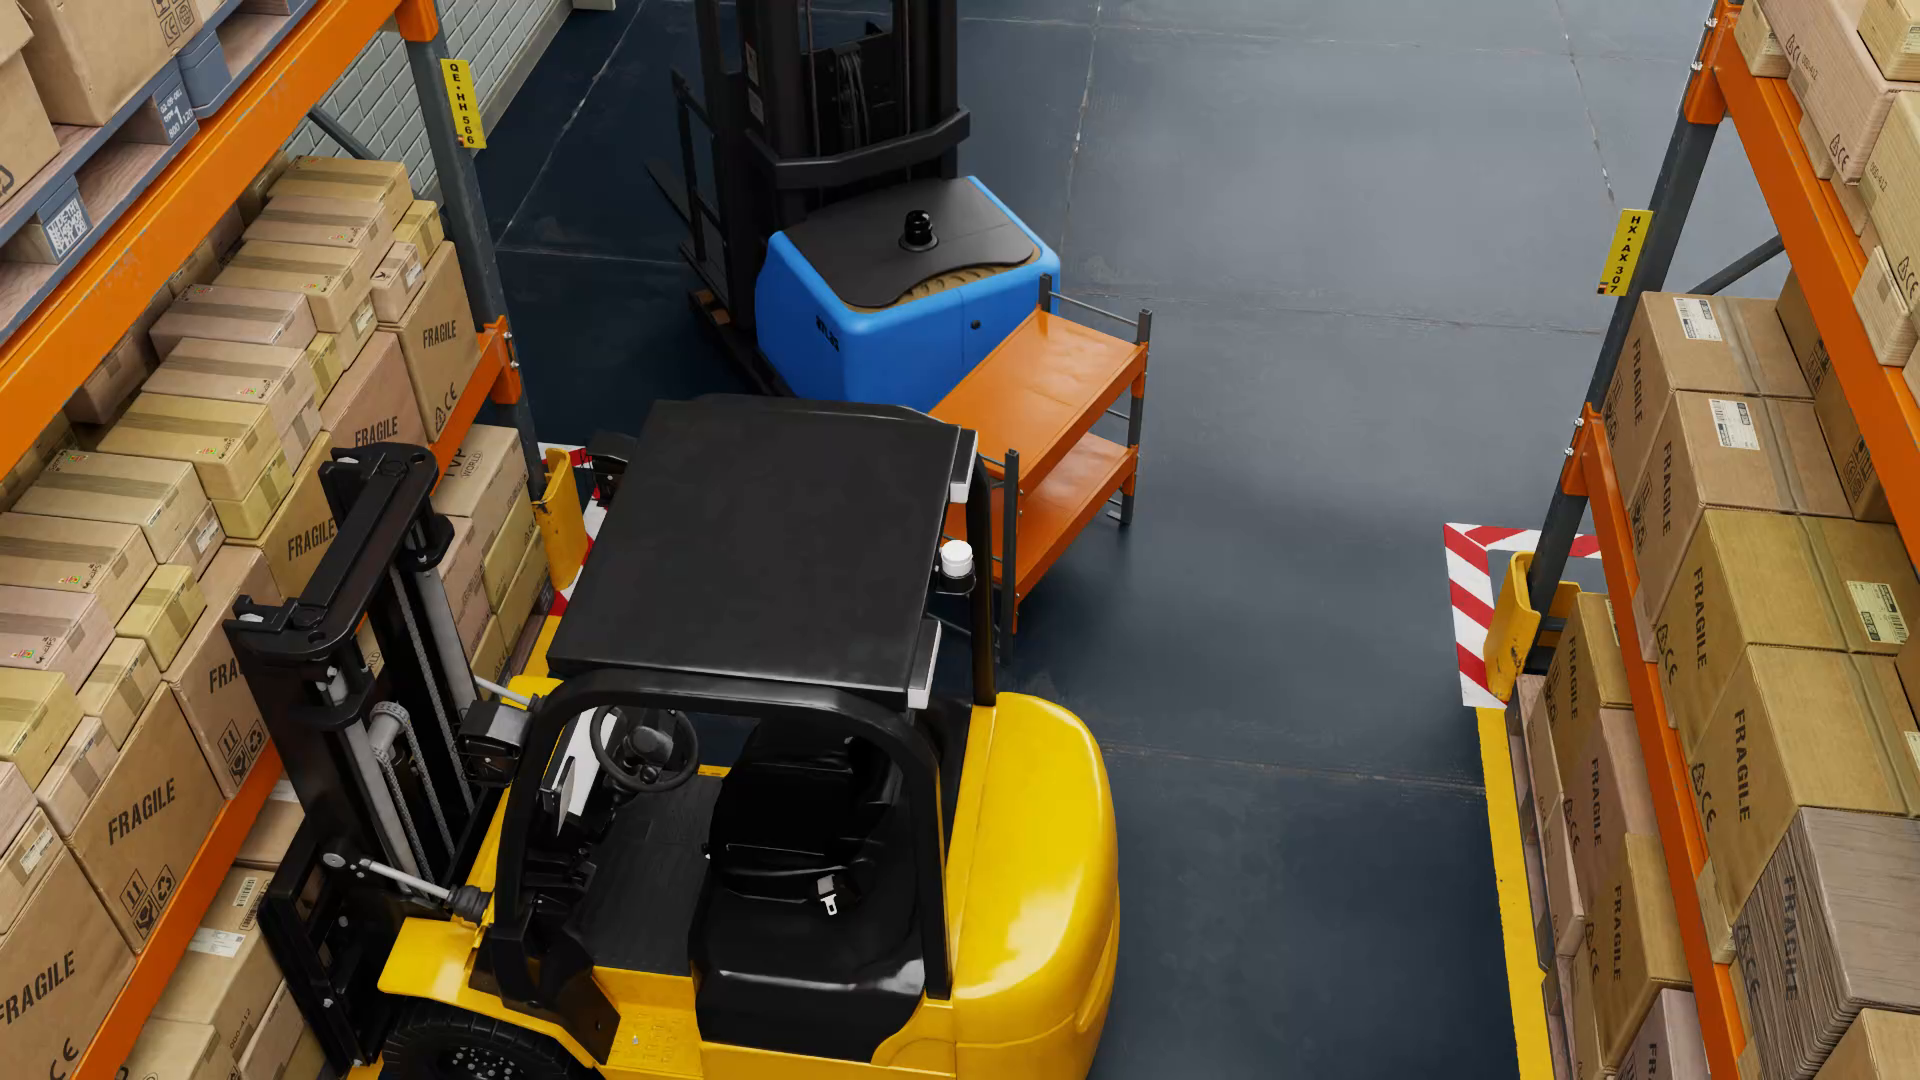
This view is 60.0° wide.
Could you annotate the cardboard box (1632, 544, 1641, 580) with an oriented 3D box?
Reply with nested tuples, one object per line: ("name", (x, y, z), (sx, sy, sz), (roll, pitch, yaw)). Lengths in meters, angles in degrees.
("cardboard box", (2.325, 0.079, 5.168), (0.380, 0.149, 0.250), (4, 44, 4))

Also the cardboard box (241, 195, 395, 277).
("cardboard box", (-2.052, -0.966, 5.328), (0.380, 0.149, 0.250), (5, 44, 6))

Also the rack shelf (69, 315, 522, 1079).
("rack shelf", (-2.476, 0.604, 4.954), (1.077, 0.370, 4.000), (5, 44, 6))

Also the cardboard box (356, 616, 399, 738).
("cardboard box", (-2.081, 0.498, 5.509), (0.500, 0.250, 0.500), (6, 44, 6))

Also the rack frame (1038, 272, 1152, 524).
("rack frame", (0.541, -0.579, 7.044), (0.500, 1.125, 0.032), (24, 48, 23))

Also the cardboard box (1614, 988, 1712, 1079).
("cardboard box", (2.125, 1.606, 4.521), (0.500, 0.500, 0.500), (7, 44, 8))

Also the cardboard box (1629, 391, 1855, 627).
("cardboard box", (2.306, -0.065, 4.848), (0.500, 0.500, 0.500), (6, 44, 7))

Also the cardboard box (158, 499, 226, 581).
("cardboard box", (-2.247, 0.008, 4.515), (0.380, 0.149, 0.250), (5, 44, 5))

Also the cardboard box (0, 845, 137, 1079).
("cardboard box", (-2.370, 1.034, 3.903), (0.500, 0.500, 0.500), (6, 44, 6))

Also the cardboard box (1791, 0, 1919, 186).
("cardboard box", (2.303, -1.054, 3.892), (0.500, 0.250, 0.500), (5, 44, 5))

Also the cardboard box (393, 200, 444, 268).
("cardboard box", (-1.979, -1.030, 5.612), (0.380, 0.149, 0.250), (6, 44, 6))

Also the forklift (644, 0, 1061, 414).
("forklift", (-0.711, -2.185, 7.426), (1.130, 2.935, 3.031), (-21, 47, -20))

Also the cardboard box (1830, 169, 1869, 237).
("cardboard box", (2.320, -0.838, 3.954), (0.380, 0.149, 0.250), (5, 44, 5))

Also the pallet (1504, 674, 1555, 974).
("pallet", (2.557, 1.043, 5.995), (1.003, 0.211, 1.213), (5, 44, 6))

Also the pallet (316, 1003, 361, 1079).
("pallet", (-2.435, 1.346, 5.675), (1.003, 0.211, 1.213), (5, 44, 6))

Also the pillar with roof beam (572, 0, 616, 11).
("pillar with roof beam", (1.864, -6.504, 7.574), (9.100, 9.000, 0.400), (5, 44, 6))

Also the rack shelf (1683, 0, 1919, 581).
("rack shelf", (2.445, -0.037, 3.449), (1.077, 0.370, 4.000), (5, 44, 6))

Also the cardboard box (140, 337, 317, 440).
("cardboard box", (-2.090, -0.435, 4.767), (0.380, 0.149, 0.250), (6, 44, 7))

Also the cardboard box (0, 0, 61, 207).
("cardboard box", (-2.378, -0.928, 3.413), (0.797, 0.503, 0.637), (7, 44, 7))

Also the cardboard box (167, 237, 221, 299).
("cardboard box", (-2.556, -0.834, 5.188), (0.380, 0.149, 0.250), (6, 44, 6))

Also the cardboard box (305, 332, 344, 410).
("cardboard box", (-2.123, -0.514, 5.067), (0.380, 0.149, 0.250), (5, 44, 5))

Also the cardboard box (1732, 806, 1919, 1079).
("cardboard box", (2.118, 0.979, 3.745), (0.500, 0.500, 0.500), (6, 44, 7))

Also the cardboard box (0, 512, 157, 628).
("cardboard box", (-2.297, 0.079, 4.224), (0.380, 0.149, 0.250), (5, 44, 6))

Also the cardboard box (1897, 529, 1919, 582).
("cardboard box", (2.818, -0.010, 4.062), (0.700, 0.500, 0.500), (5, 44, 5))

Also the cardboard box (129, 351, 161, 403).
("cardboard box", (-2.618, -0.561, 5.117), (0.380, 0.149, 0.250), (4, 44, 4))

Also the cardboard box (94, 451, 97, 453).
("cardboard box", (-2.661, -0.044, 5.042), (0.500, 0.500, 0.500), (5, 44, 5))

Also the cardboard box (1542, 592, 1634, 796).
("cardboard box", (2.326, 0.543, 5.644), (0.500, 0.500, 0.500), (4, 44, 4))

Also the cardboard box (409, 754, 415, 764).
("cardboard box", (-2.090, 0.699, 5.661), (0.500, 0.250, 0.500), (4, 44, 5))

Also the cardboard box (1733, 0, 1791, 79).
("cardboard box", (2.344, -1.373, 4.520), (0.380, 0.149, 0.250), (5, 44, 6))

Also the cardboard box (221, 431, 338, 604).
("cardboard box", (-2.161, 0.005, 4.991), (0.500, 0.500, 0.500), (4, 44, 5))

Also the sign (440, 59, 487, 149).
("sign", (-1.675, -1.468, 5.604), (0.100, 0.325, 0.005), (5, 44, 6))

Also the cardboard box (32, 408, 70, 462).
("cardboard box", (-2.746, -0.315, 4.640), (0.380, 0.149, 0.250), (4, 44, 5))

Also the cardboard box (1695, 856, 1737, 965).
("cardboard box", (2.114, 0.956, 4.242), (0.380, 0.149, 0.250), (6, 44, 6))

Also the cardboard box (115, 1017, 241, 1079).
("cardboard box", (-2.287, 1.540, 4.409), (0.500, 0.250, 0.500), (5, 44, 6))

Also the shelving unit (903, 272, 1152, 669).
("shelving unit", (0.268, -0.285, 6.733), (0.538, 1.125, 1.048), (24, 48, 23))

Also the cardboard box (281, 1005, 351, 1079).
("cardboard box", (-2.244, 1.553, 5.122), (0.500, 0.250, 0.500), (6, 44, 6))

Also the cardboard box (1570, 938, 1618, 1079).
("cardboard box", (2.194, 1.519, 5.158), (0.500, 0.250, 0.500), (8, 44, 8))

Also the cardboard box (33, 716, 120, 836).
("cardboard box", (-2.255, 0.544, 3.949), (0.380, 0.149, 0.250), (5, 44, 5))

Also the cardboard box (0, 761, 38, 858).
("cardboard box", (-2.298, 0.608, 3.665), (0.380, 0.149, 0.250), (6, 44, 6))

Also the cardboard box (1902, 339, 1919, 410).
("cardboard box", (2.182, -0.309, 3.396), (0.380, 0.149, 0.250), (4, 44, 4))

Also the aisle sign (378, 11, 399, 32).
("aisle sign", (-1.911, -1.982, 5.271), (0.394, 0.787, 0.004), (5, 44, 6))
